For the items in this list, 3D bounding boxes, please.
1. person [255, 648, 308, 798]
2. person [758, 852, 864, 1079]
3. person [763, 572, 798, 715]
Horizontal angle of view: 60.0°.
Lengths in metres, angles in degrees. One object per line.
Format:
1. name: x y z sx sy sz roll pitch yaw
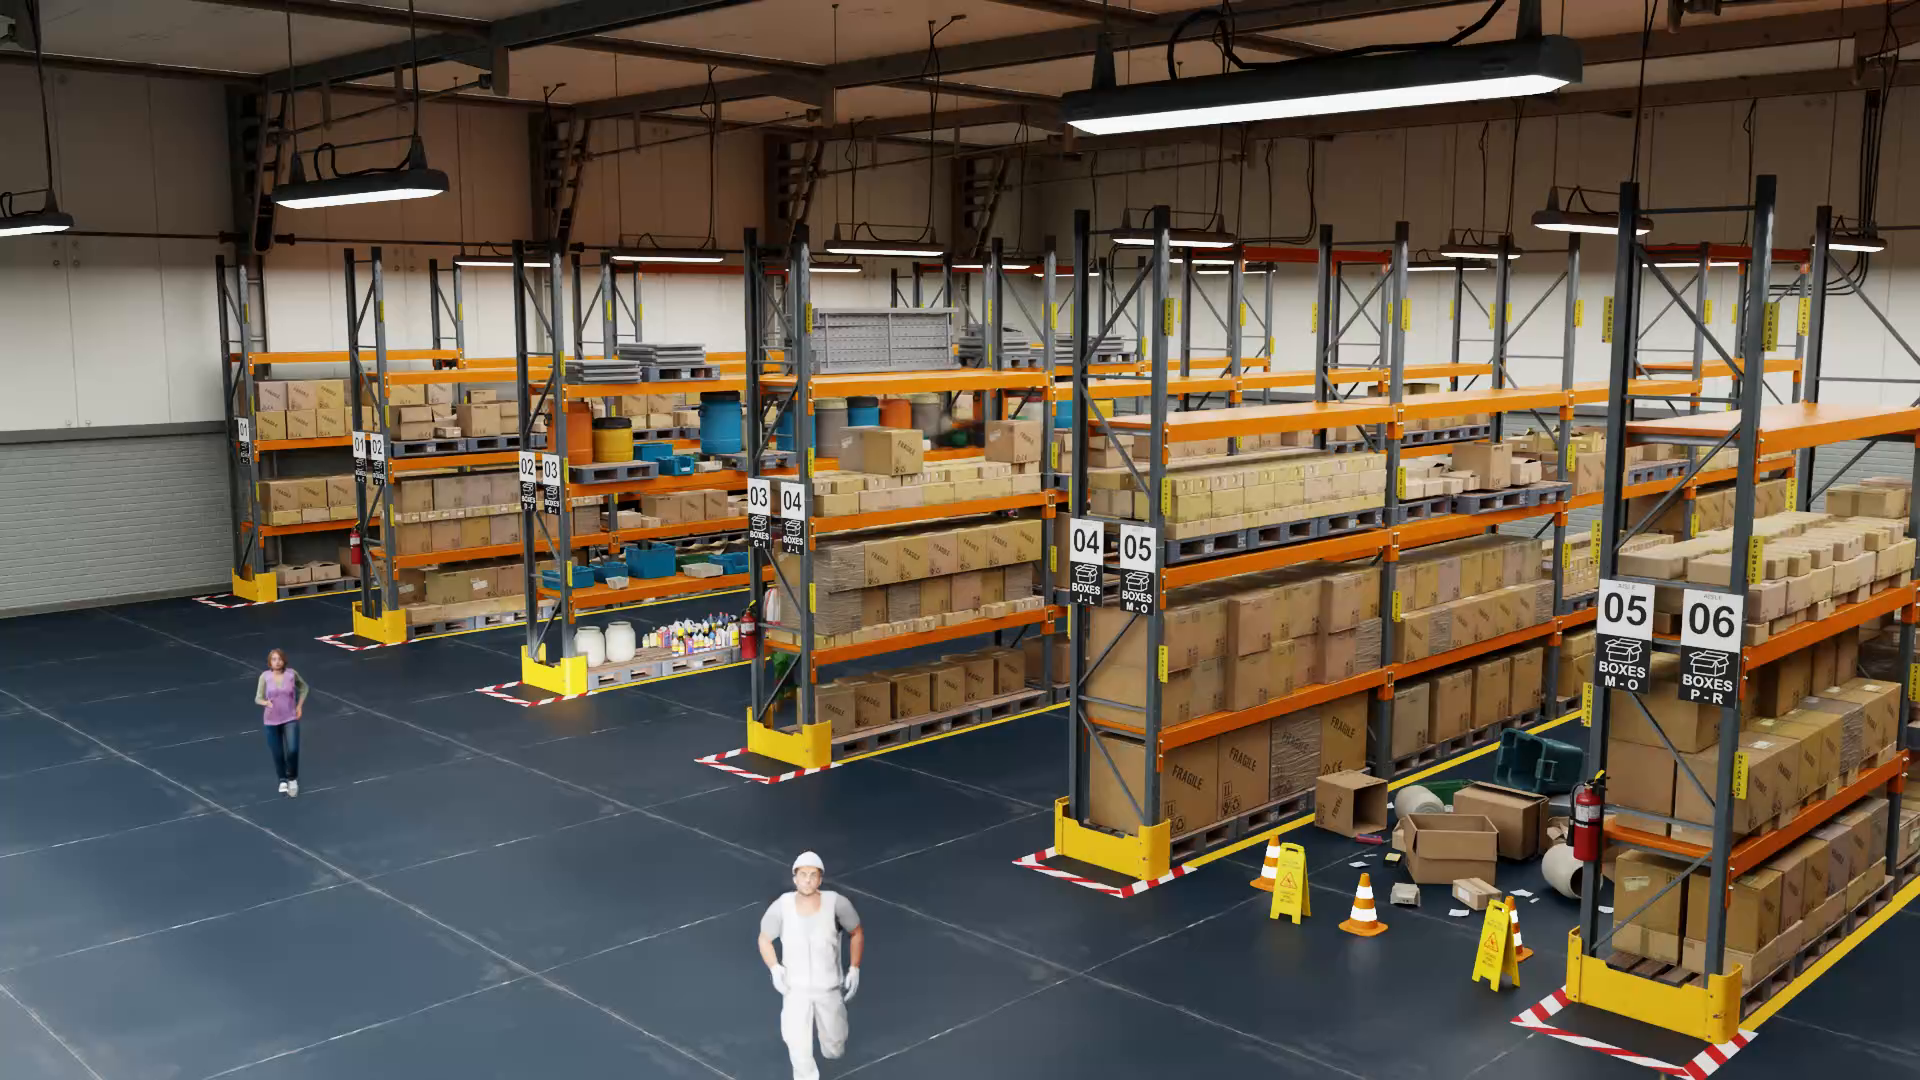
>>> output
1. person: -7.088 1.935 17.406 0.516 1.574 0.613 -3 9 -19
2. person: -0.954 2.827 10.664 0.676 1.721 0.675 -1 8 -6
3. person: -2.286 1.258 21.304 0.635 1.836 0.766 5 9 31
